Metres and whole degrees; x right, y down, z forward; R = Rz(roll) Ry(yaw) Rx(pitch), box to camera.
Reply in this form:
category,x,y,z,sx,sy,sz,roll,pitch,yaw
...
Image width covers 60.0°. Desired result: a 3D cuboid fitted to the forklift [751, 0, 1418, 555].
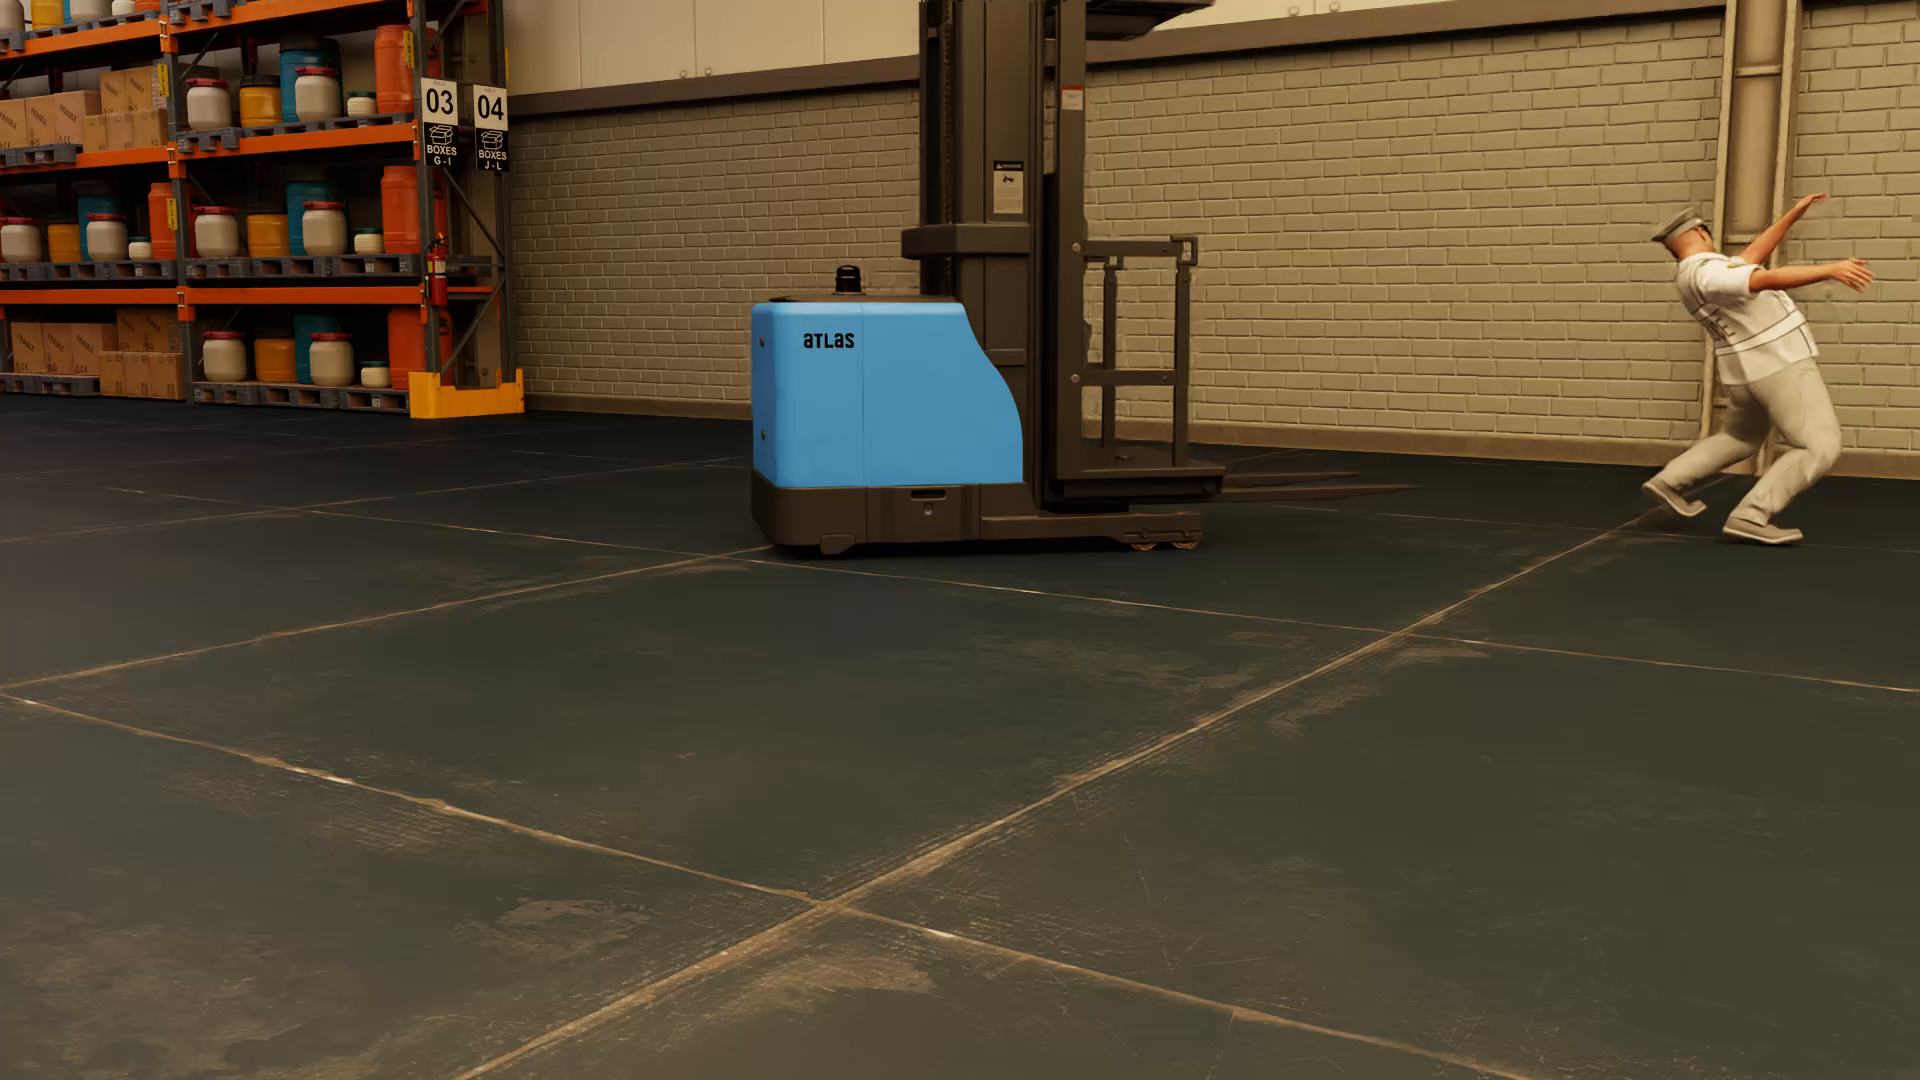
category,x,y,z,sx,sy,sz,roll,pitch,yaw
forklift,0.592,-1.474,7.560,3.031,2.935,1.130,-2,8,-13

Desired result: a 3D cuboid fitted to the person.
category,x,y,z,sx,sy,sz,roll,pitch,yaw
person,3.563,-0.764,7.387,0.760,1.557,1.085,0,8,-2
